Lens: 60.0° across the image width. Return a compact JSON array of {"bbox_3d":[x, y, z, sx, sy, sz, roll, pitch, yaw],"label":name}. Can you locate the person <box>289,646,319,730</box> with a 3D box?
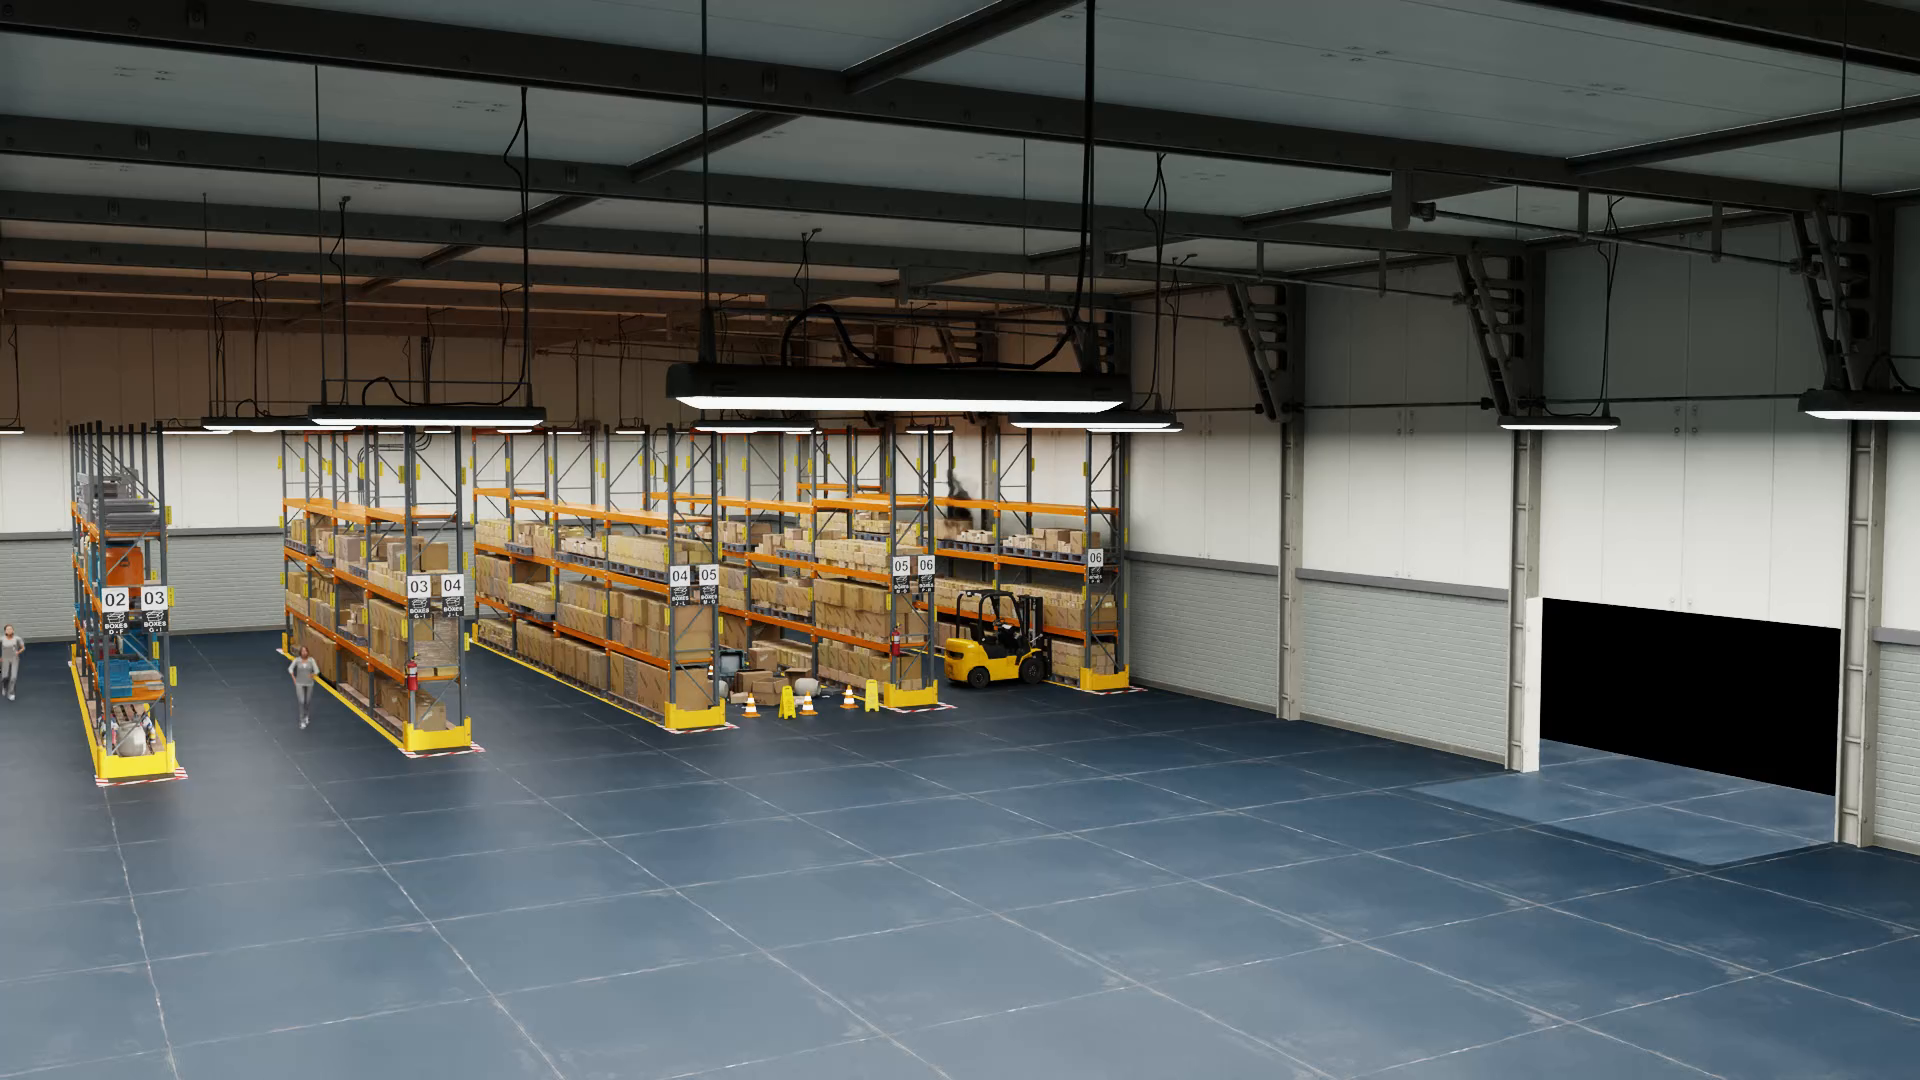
[{"bbox_3d":[-12.941,2.907,32.843,0.546,1.654,0.656,-2,4,-27],"label":"person"}]

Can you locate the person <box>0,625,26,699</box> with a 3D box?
[{"bbox_3d":[-20.716,2.661,36.269,0.609,1.638,0.527,-2,4,-30],"label":"person"}]
